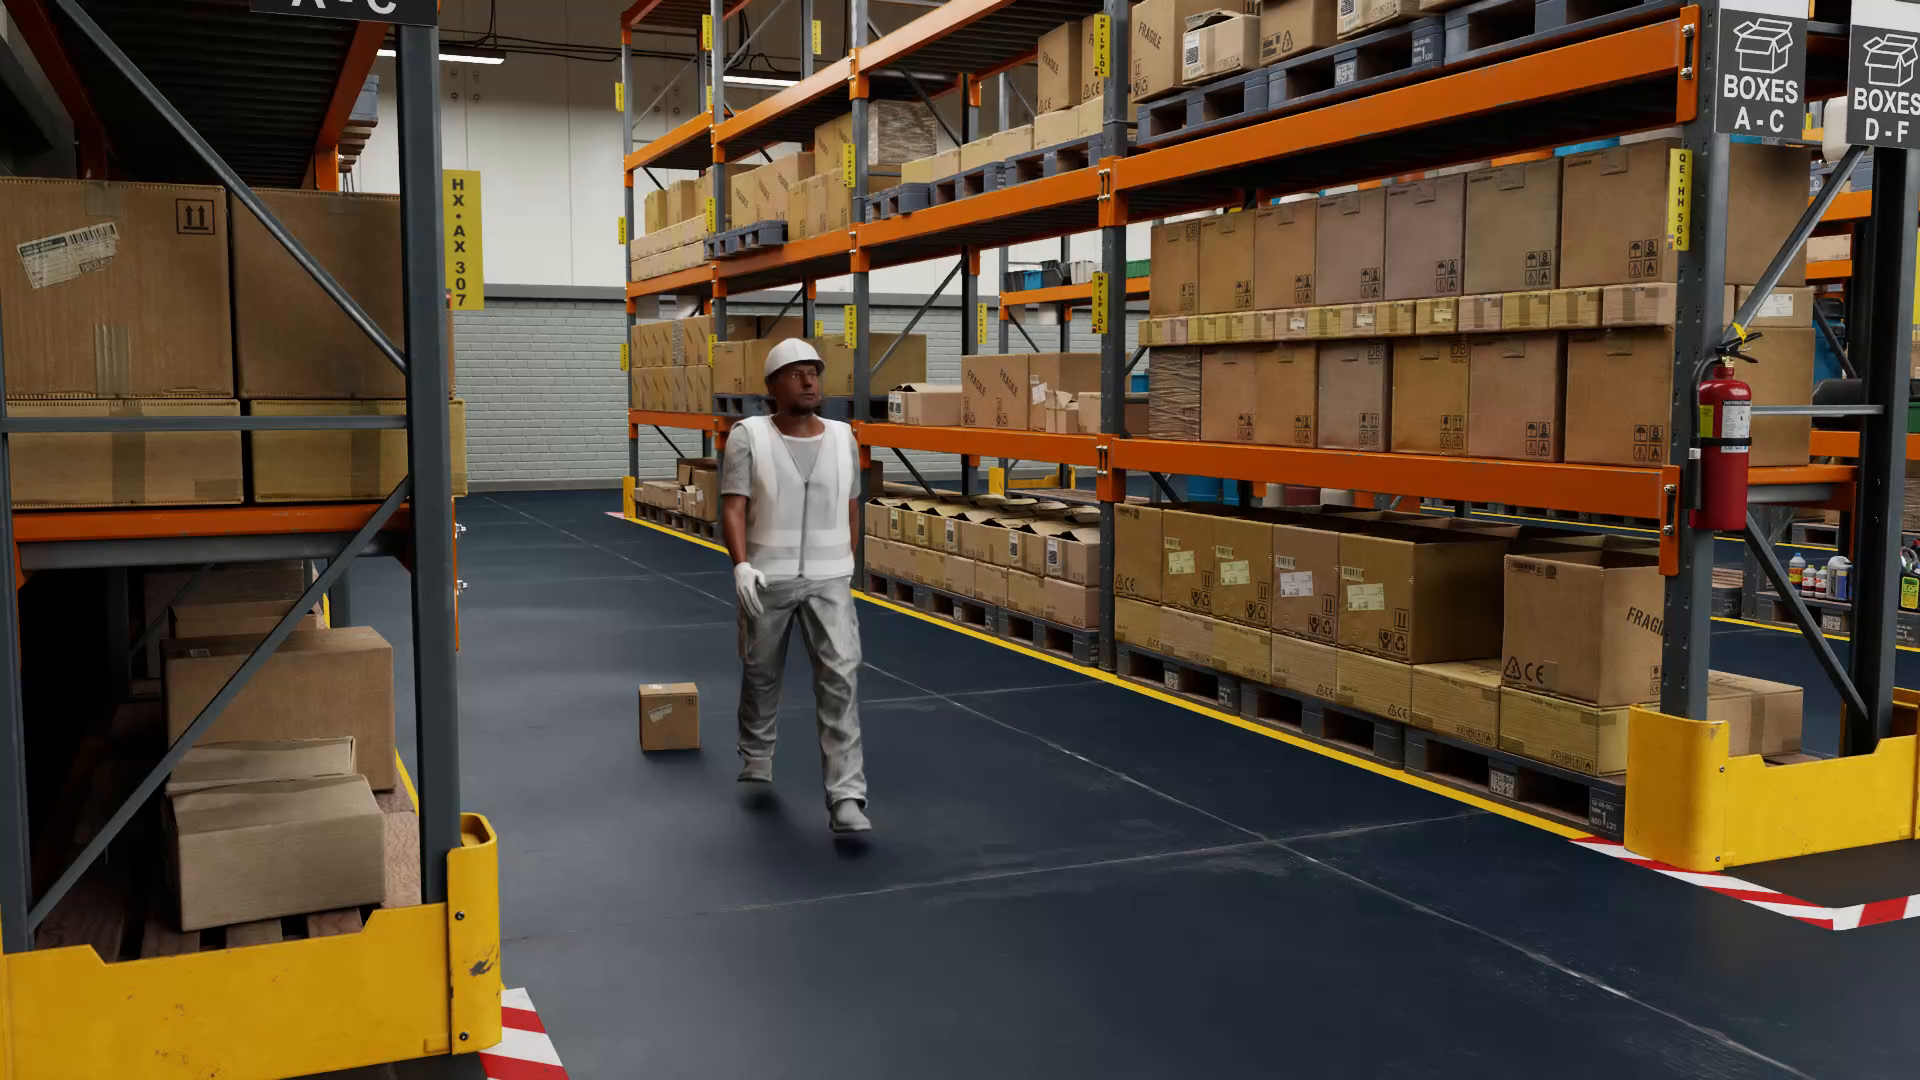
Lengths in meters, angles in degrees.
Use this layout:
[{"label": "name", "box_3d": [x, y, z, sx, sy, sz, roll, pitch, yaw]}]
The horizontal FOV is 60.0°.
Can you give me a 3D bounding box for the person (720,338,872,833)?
[{"label": "person", "box_3d": [-0.595, 0.139, 6.034, 0.538, 1.734, 1.066, -1, 5, -14]}]
